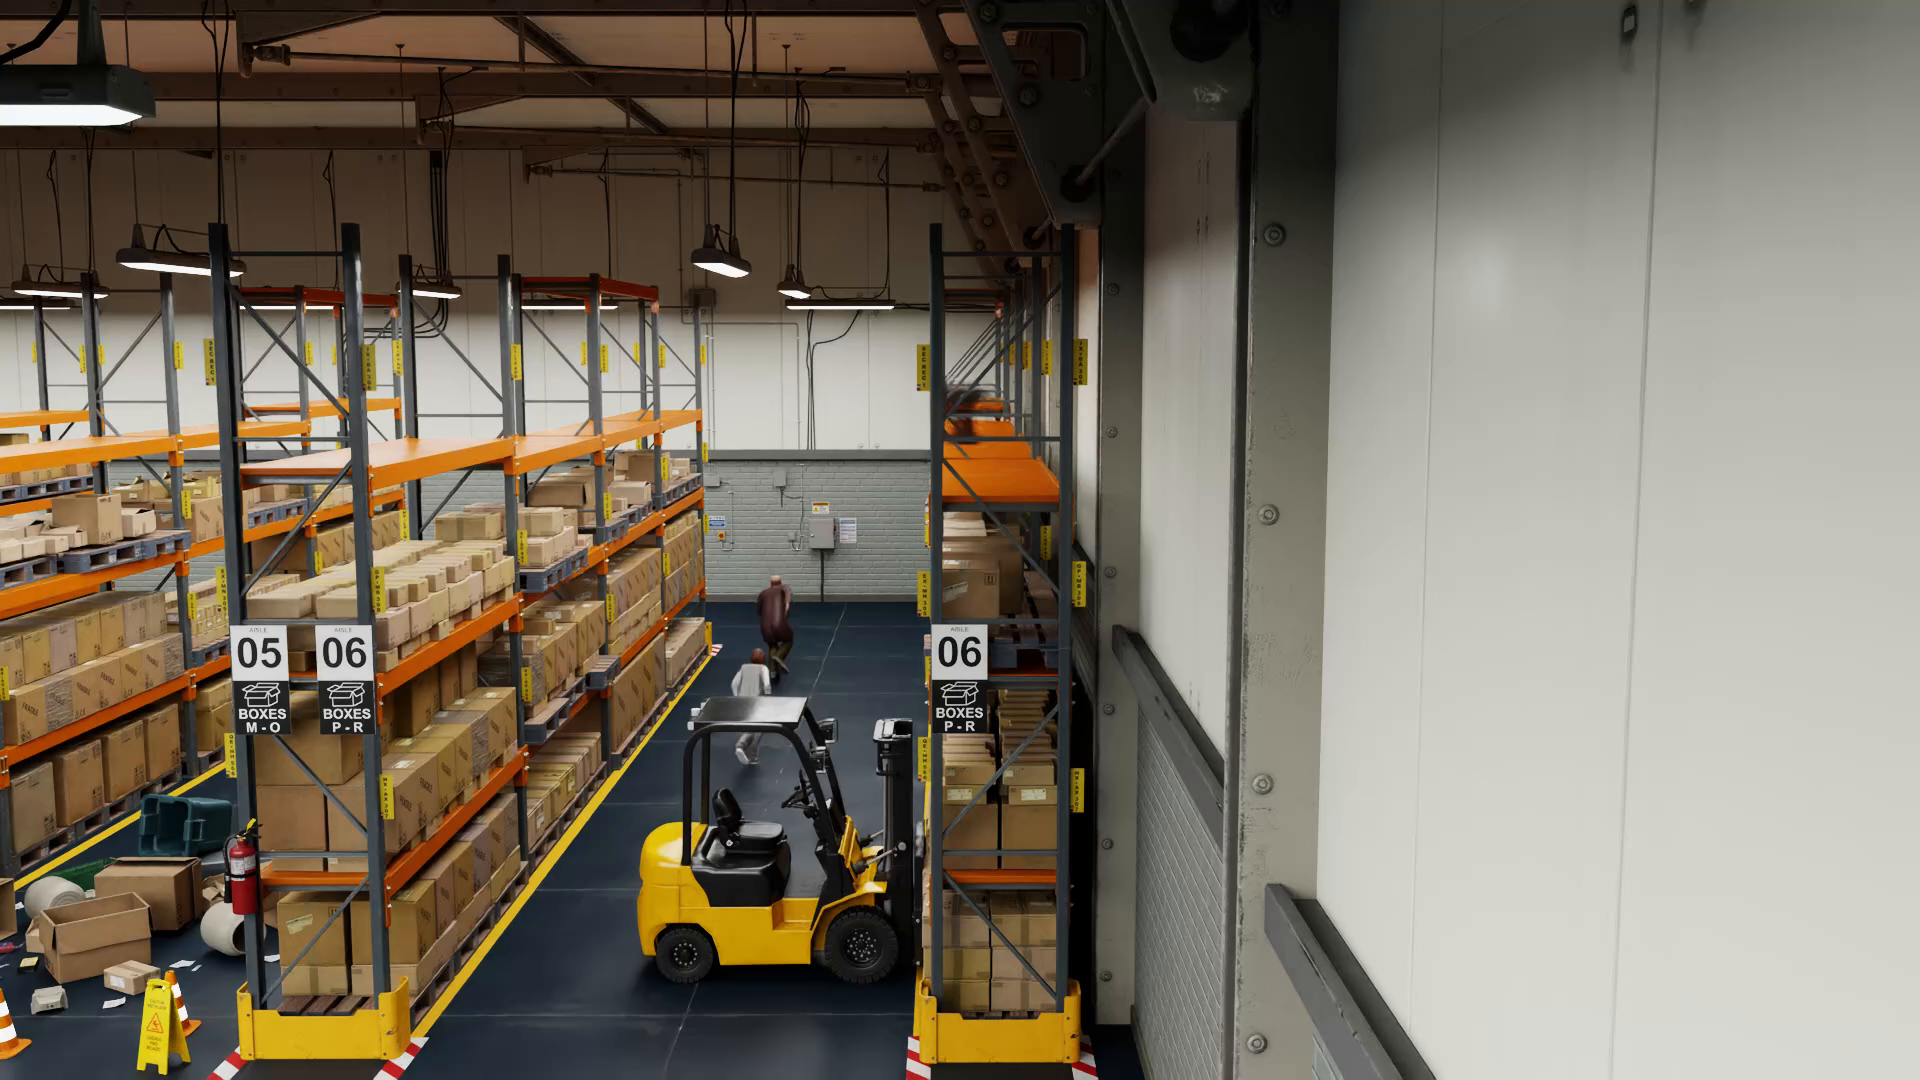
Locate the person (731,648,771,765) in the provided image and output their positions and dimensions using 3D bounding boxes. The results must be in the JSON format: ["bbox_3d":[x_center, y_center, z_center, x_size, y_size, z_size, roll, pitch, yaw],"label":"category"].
[{"bbox_3d":[-2.604,2.094,20.395,0.534,1.419,0.954,2,7,14],"label":"person"}]

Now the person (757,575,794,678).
[{"bbox_3d":[-2.885,1.350,26.100,0.732,1.539,1.060,2,7,13],"label":"person"}]
